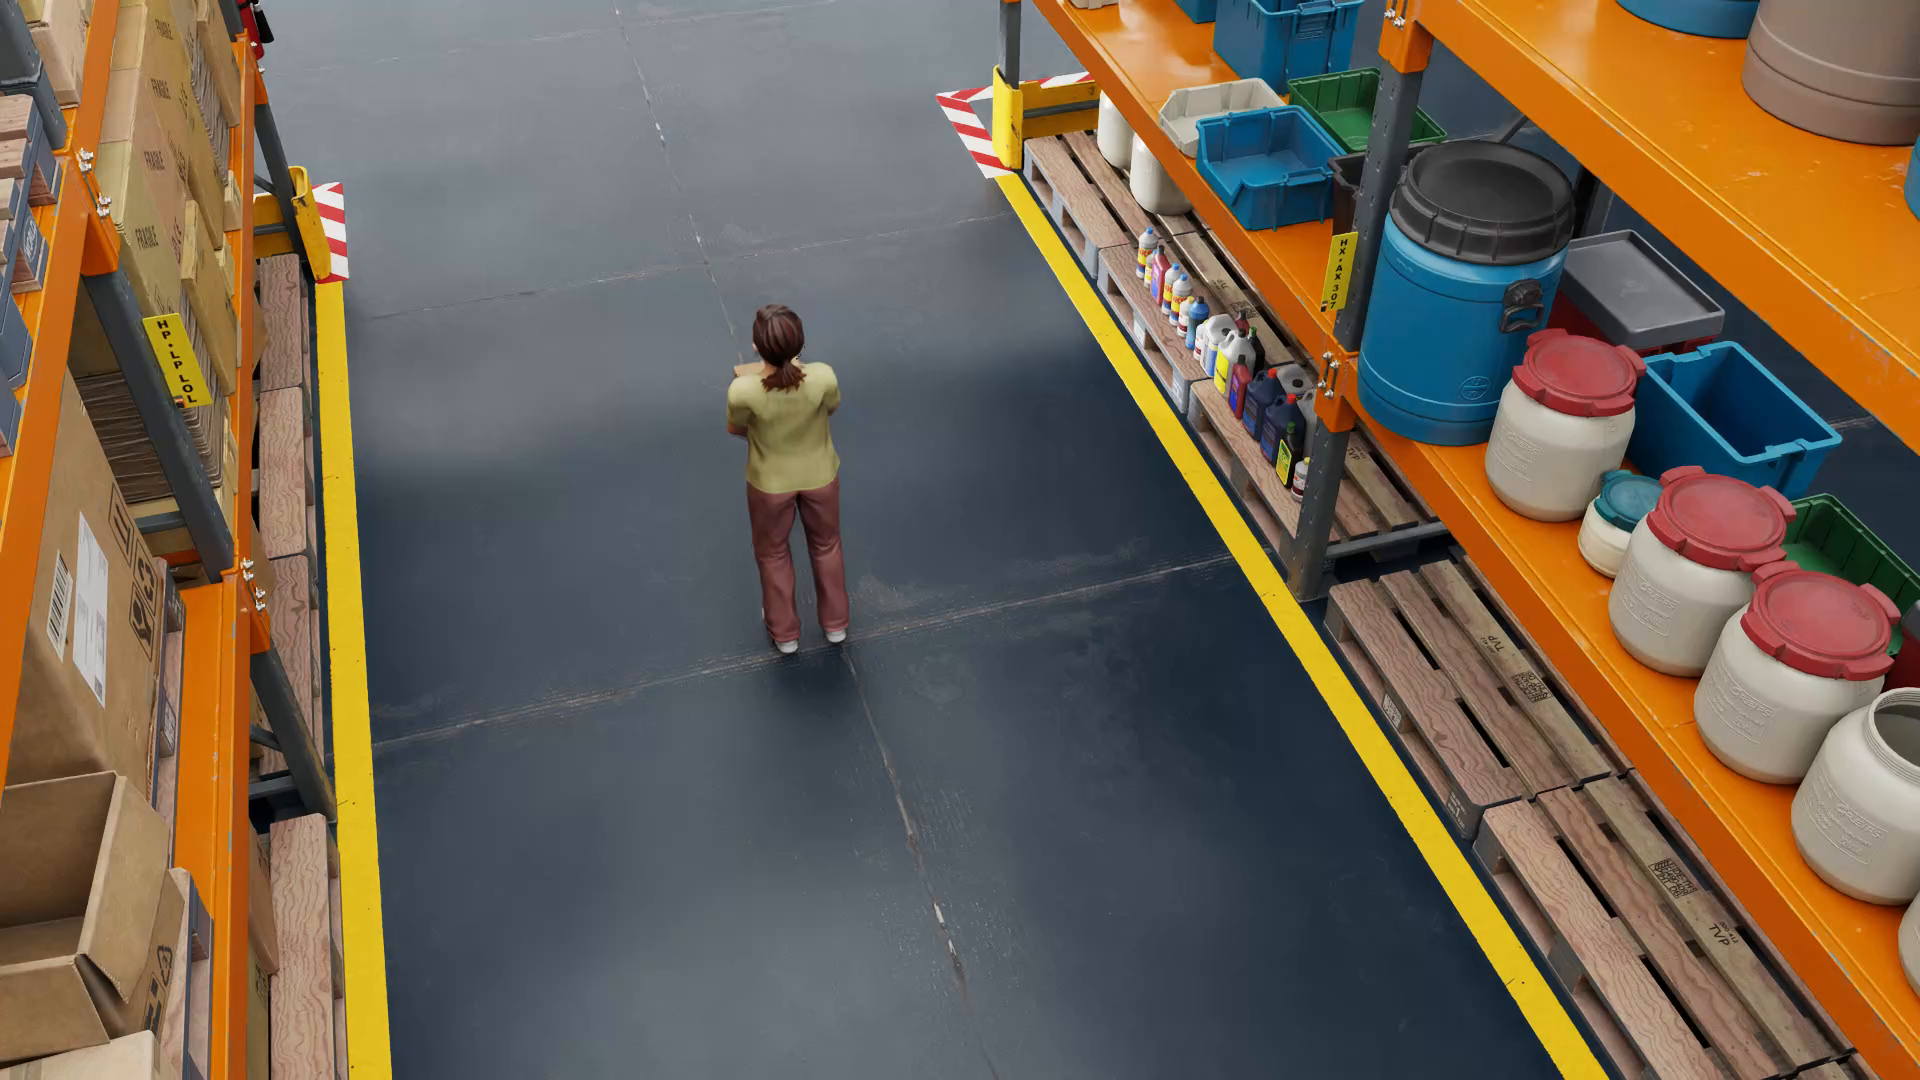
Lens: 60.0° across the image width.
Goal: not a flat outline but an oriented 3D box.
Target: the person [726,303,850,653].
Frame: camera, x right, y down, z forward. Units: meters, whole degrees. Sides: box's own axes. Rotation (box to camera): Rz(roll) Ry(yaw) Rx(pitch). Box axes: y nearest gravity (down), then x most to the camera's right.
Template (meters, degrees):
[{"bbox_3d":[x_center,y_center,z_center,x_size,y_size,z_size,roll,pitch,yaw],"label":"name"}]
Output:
[{"bbox_3d":[-0.672,-0.279,6.470,0.434,1.669,0.548,-10,43,-11],"label":"person"}]
